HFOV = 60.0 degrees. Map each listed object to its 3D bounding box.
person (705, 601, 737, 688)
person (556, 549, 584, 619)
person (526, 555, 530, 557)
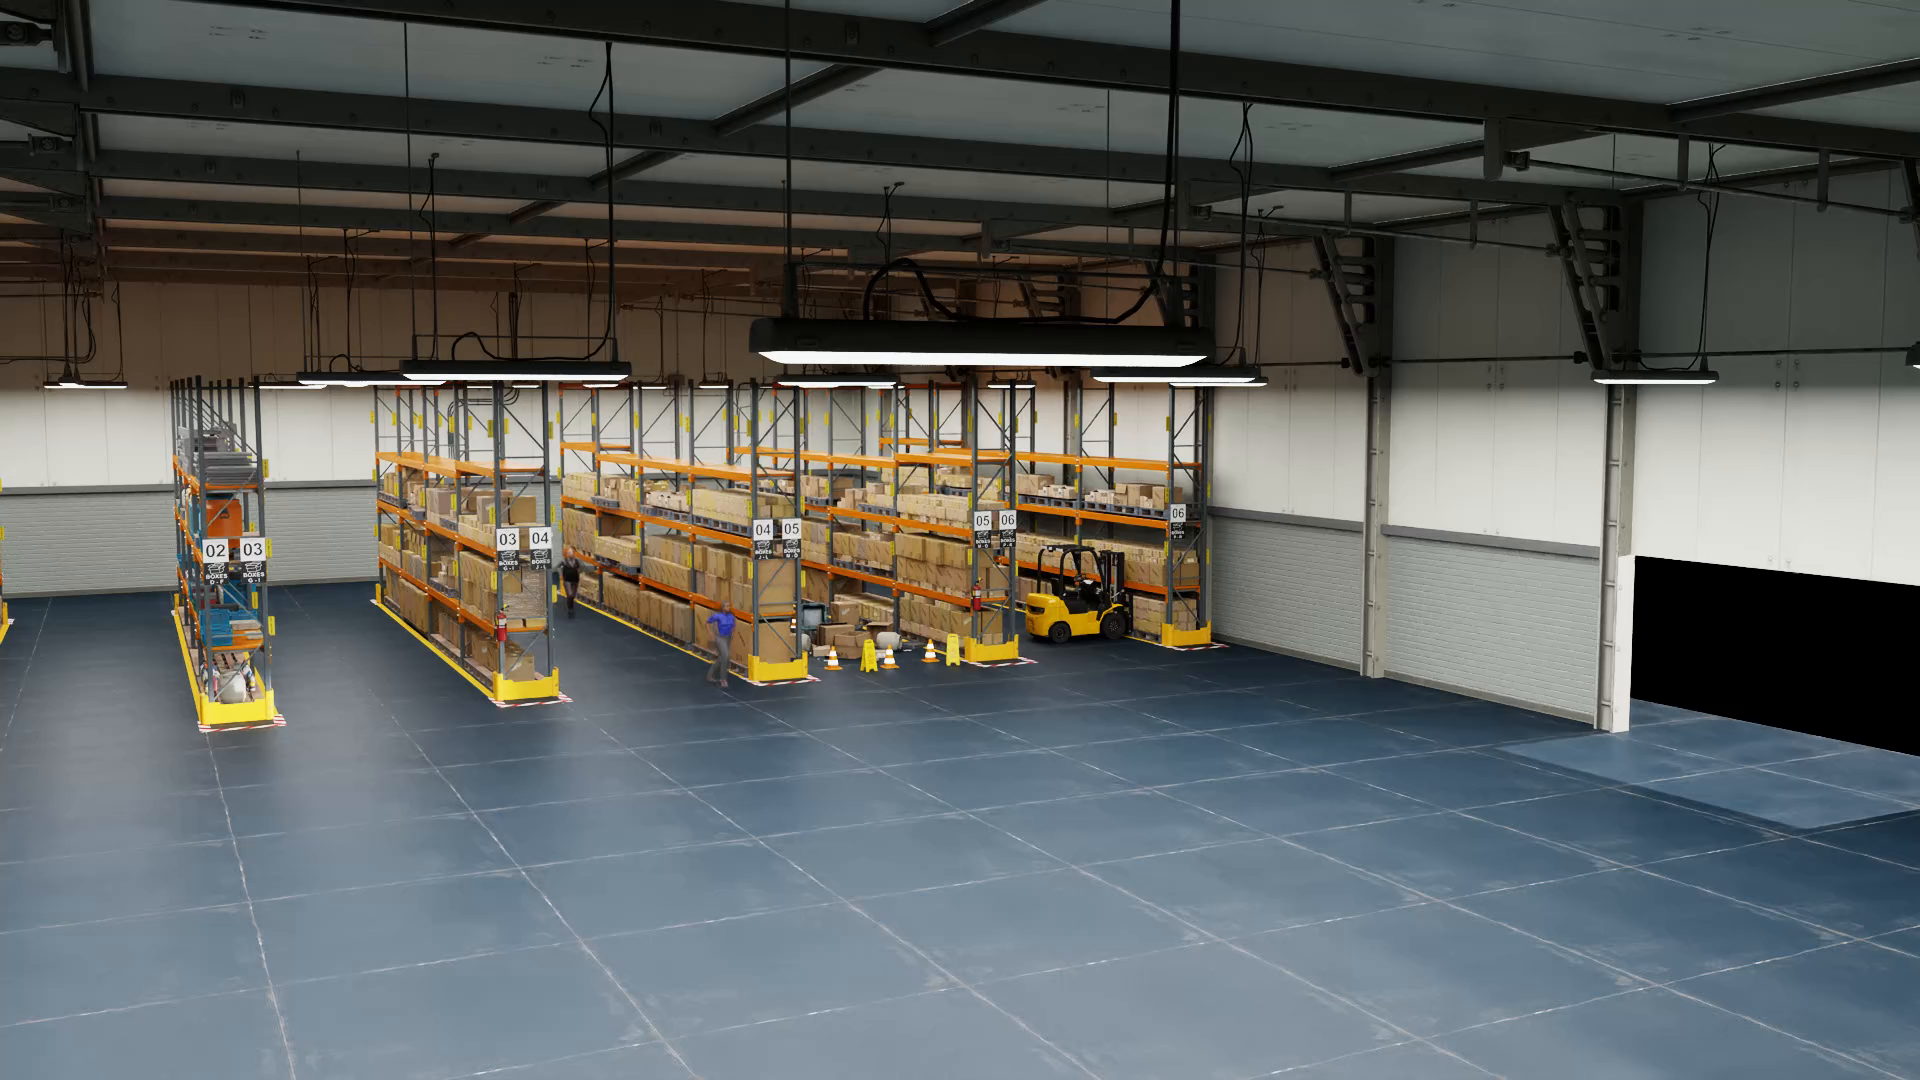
[{"bbox_3d":[-4.650,2.036,32.529,0.690,1.703,0.558,4,6,35],"label":"person"},{"bbox_3d":[-9.901,1.108,42.331,0.641,1.785,0.794,-4,6,-35],"label":"person"},{"bbox_3d":[-12.327,0.617,48.008,0.821,1.679,0.856,-5,7,-43],"label":"person"}]
